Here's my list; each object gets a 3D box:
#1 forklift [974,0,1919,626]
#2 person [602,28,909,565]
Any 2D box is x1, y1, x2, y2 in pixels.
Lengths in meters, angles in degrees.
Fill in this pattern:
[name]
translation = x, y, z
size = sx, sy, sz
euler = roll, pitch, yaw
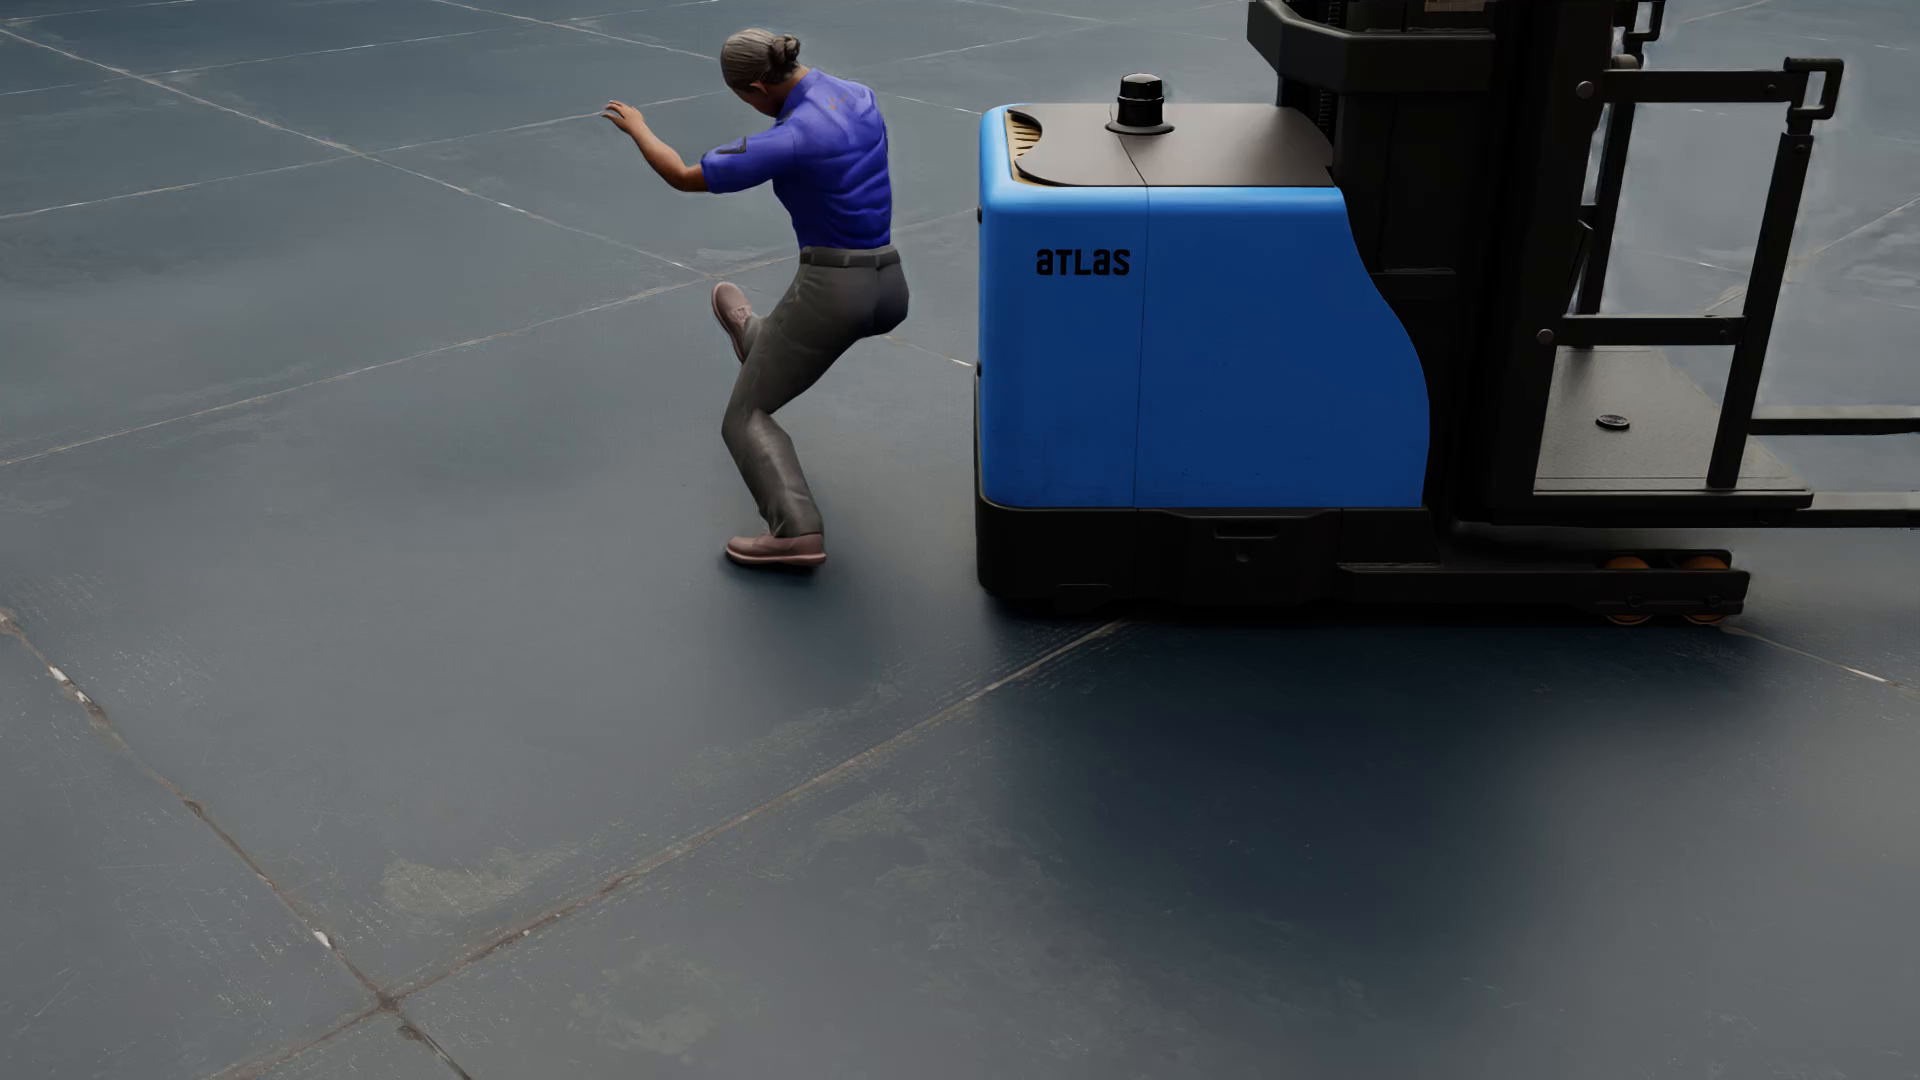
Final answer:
[forklift]
translation = 1.559, -1.340, 3.946
size = 3.031, 2.935, 1.130
euler = 0, 26, 0
[person]
translation = -0.593, -0.772, 4.666
size = 1.102, 1.317, 0.972
euler = 18, 31, 32
